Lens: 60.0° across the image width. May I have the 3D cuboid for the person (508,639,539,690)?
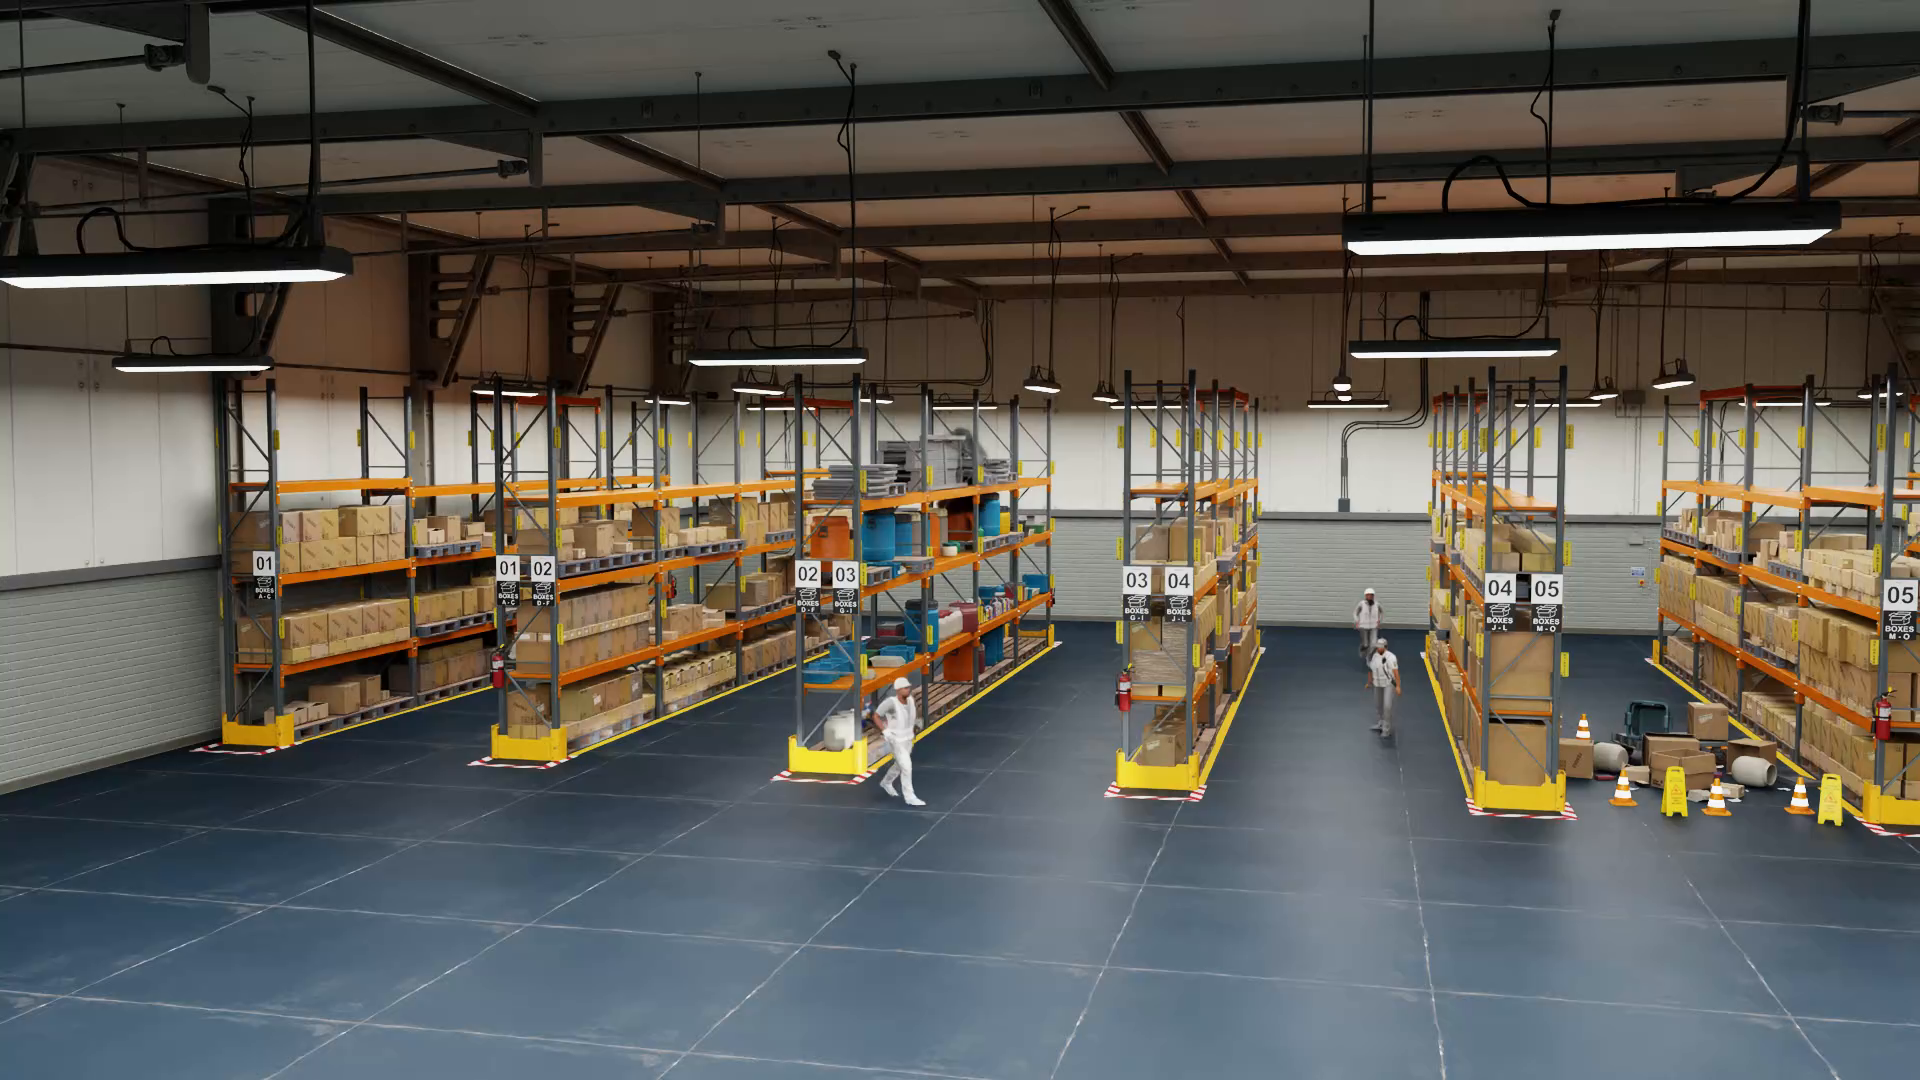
[{"bbox_3d":[-8.143,2.368,31.311,0.696,1.566,1.220,-1,4,-14],"label":"person"}]

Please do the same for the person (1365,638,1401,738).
[{"bbox_3d":[7.227,2.503,28.335,0.689,1.673,0.727,-3,4,-37],"label":"person"}]

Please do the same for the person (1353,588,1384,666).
[{"bbox_3d":[9.103,1.933,37.055,0.669,1.731,0.622,0,3,0],"label":"person"}]

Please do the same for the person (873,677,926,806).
[{"bbox_3d":[-0.901,2.741,22.822,0.701,1.758,0.883,-3,5,-44],"label":"person"}]
